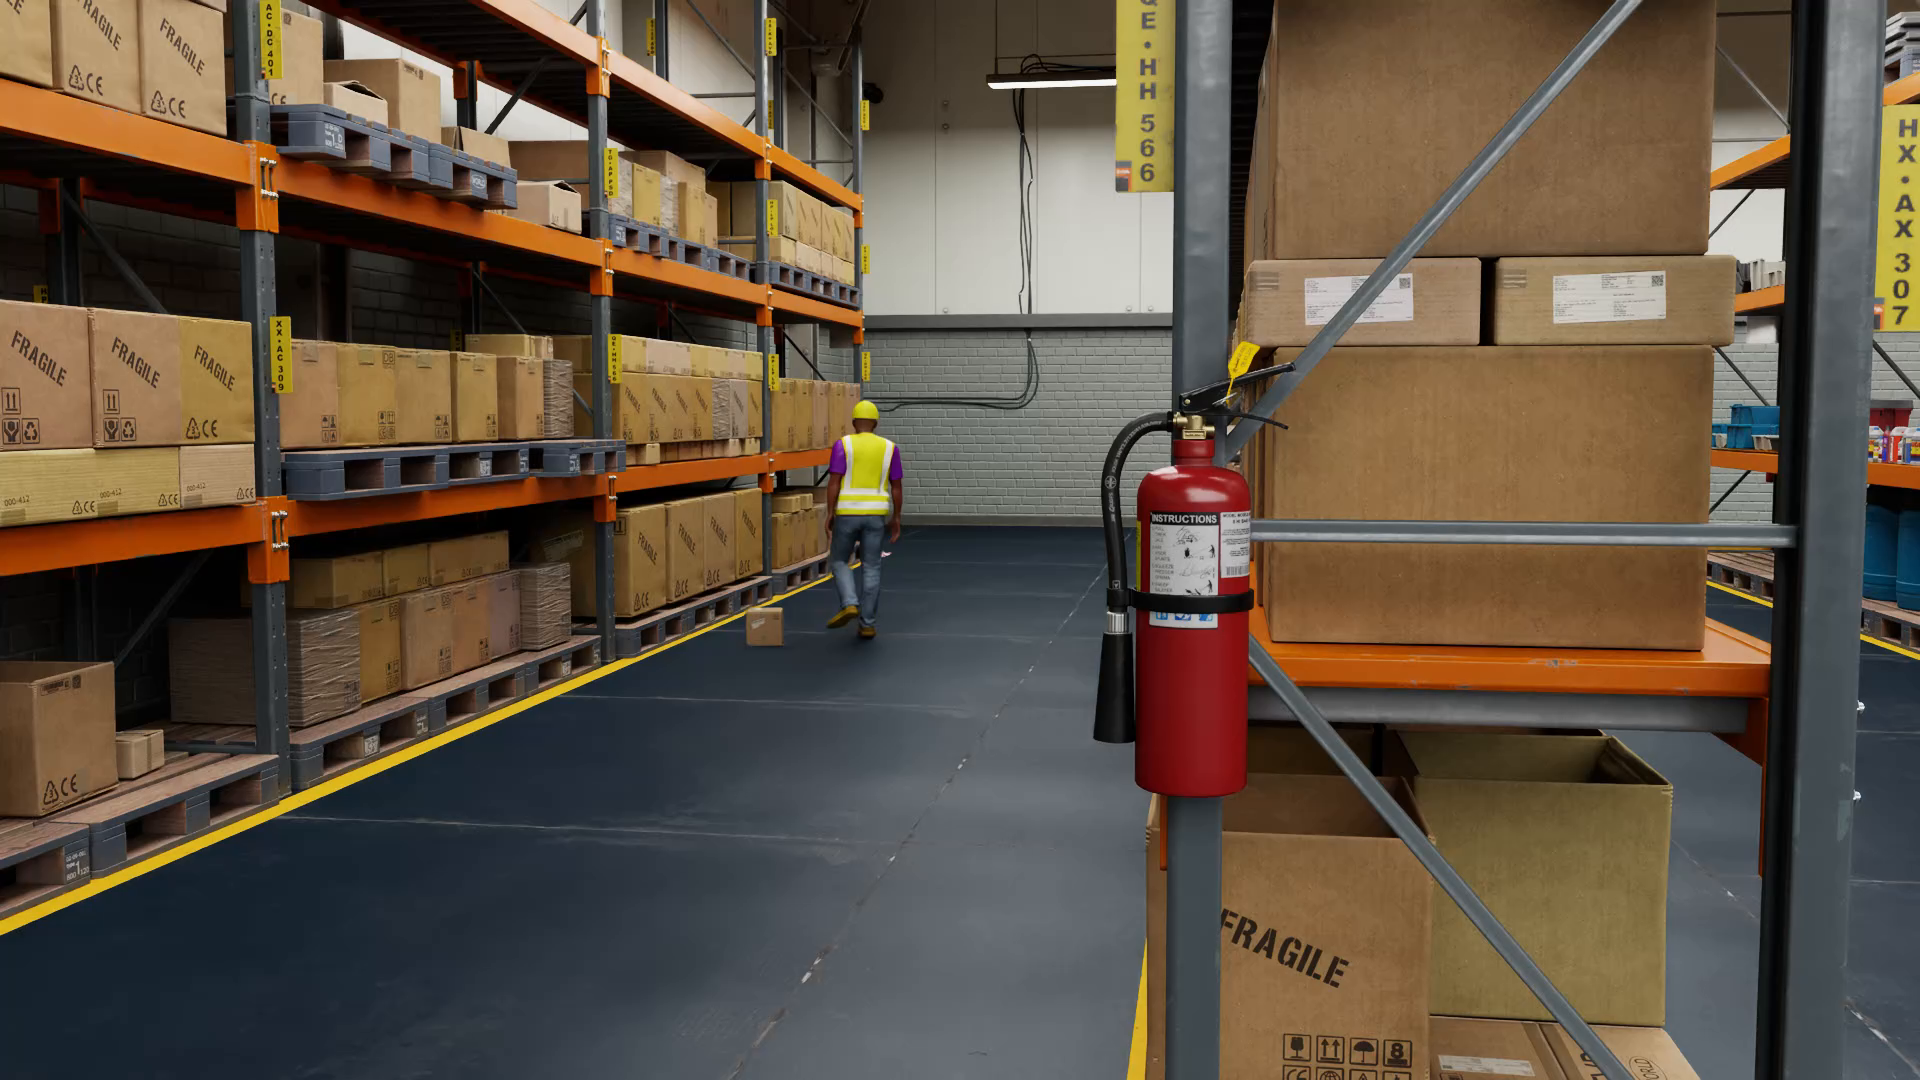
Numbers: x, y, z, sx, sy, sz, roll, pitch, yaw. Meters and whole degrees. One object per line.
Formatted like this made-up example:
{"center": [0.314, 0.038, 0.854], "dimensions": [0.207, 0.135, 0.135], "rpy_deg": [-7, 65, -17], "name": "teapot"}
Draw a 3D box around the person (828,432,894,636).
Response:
{"center": [7.171, -0.407, 6.340], "dimensions": [13.035, 3.171, 16.029], "rpy_deg": [-1, 5, -14], "name": "person"}
